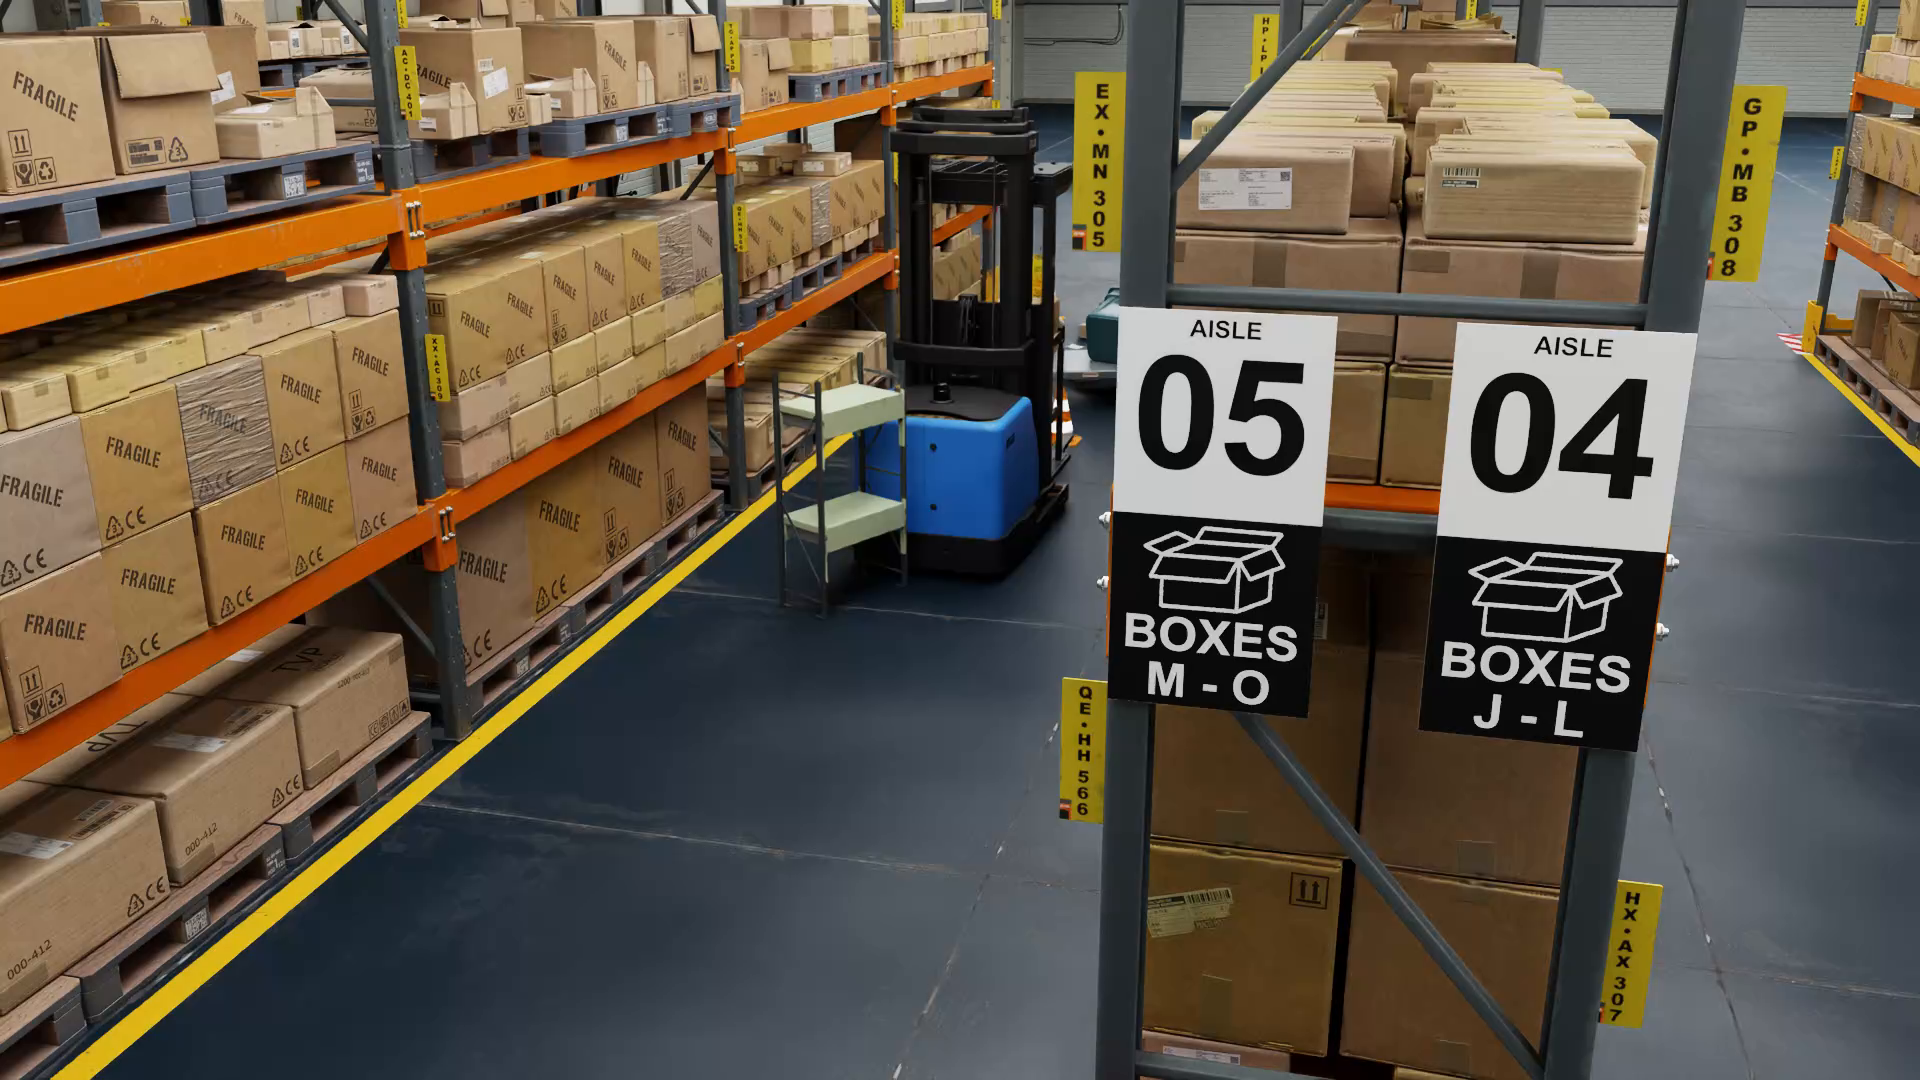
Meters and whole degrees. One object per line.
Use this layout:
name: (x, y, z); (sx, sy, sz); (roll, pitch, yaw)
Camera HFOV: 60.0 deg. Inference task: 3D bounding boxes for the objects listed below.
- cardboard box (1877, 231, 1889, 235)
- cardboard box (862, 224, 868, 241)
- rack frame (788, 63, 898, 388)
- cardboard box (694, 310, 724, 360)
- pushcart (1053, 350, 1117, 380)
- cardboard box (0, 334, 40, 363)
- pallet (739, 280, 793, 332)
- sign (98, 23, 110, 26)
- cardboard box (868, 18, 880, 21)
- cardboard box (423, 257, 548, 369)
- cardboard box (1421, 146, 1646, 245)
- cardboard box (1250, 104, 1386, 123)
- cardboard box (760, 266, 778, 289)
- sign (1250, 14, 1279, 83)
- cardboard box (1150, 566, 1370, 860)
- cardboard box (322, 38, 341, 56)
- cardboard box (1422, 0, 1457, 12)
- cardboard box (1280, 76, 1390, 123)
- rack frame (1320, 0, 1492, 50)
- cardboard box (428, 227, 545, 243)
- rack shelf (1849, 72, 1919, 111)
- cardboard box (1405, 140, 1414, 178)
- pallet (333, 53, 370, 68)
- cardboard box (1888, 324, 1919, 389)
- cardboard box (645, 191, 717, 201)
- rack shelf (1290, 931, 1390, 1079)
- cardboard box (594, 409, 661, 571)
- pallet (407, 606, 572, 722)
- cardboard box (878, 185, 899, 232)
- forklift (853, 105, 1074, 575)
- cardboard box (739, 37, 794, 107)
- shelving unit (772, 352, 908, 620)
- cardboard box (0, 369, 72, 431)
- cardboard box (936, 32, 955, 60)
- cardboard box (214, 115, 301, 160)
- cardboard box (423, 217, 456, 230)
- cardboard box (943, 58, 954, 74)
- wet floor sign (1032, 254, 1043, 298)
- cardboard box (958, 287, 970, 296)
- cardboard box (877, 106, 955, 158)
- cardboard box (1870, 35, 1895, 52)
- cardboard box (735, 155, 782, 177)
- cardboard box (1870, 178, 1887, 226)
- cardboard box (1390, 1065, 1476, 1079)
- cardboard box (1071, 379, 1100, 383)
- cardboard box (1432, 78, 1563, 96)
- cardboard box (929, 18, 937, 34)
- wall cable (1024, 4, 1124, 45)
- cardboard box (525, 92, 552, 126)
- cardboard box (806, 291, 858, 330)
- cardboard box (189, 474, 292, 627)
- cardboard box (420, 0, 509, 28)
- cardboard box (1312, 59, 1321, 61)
cardboard box: (8.888, -2.820, 15.692); (0.380, 0.149, 0.250); (5, 19, 13)
cardboard box: (-1.039, -2.746, 14.826); (0.380, 0.149, 0.250); (4, 19, 12)
rack frame: (-1.100, -2.931, 15.627); (1.000, 3.000, 0.127); (5, 19, 13)
cardboard box: (-1.949, -1.427, 11.457); (0.500, 0.250, 0.500); (4, 19, 11)
pushcart: (1.124, -1.525, 15.570); (1.648, 0.377, 0.936); (-2, 19, -6)
cardboard box: (-3.773, -0.696, 6.381); (0.380, 0.149, 0.250); (5, 19, 14)
pallet: (-2.006, -1.818, 12.666); (1.213, 0.211, 1.003); (5, 19, 13)
sign: (-6.365, -3.688, 12.405); (0.100, 0.325, 0.005); (5, 19, 13)
cardboard box: (-0.994, -5.053, 16.355); (0.380, 0.149, 0.250); (4, 19, 12)
cardboard box: (-2.570, -1.221, 8.919); (0.500, 0.500, 0.500); (5, 19, 13)
cardboard box: (1.093, -0.668, 3.203); (0.380, 0.149, 0.250); (4, 19, 13)
cardboard box: (0.887, -1.028, 4.256); (0.380, 0.149, 0.250); (4, 19, 12)
cardboard box: (-1.604, -2.012, 12.677); (0.380, 0.149, 0.250); (3, 19, 10)
sign: (1.232, -1.957, 6.727); (0.100, 0.325, 0.005); (5, 19, 13)
cardboard box: (0.664, 0.365, 3.815); (0.500, 0.500, 0.500); (4, 19, 12)
cardboard box: (-5.888, -4.500, 15.164); (0.380, 0.149, 0.250); (5, 19, 13)
cardboard box: (4.144, -4.583, 14.174); (0.380, 0.149, 0.250); (5, 19, 14)
cardboard box: (1.208, -1.439, 5.462); (0.380, 0.149, 0.250); (4, 19, 12)
rack frame: (2.748, -4.157, 9.935); (1.000, 3.000, 0.127); (5, 19, 13)
cardboard box: (-2.814, -1.587, 9.992); (0.500, 0.500, 0.500); (5, 19, 14)
rack shelf: (8.999, -3.854, 14.803); (1.077, 0.370, 4.000); (5, 19, 13)
cardboard box: (1.536, -0.992, 4.770); (0.500, 0.250, 0.500); (4, 19, 11)
pallet: (-5.730, -4.969, 17.090); (1.003, 0.211, 1.213); (5, 19, 13)
cardboard box: (8.855, -1.667, 15.145); (0.500, 0.500, 0.500); (3, 19, 9)
cardboard box: (-2.120, -2.391, 12.783); (0.500, 0.500, 0.500); (4, 19, 13)
rack shelf: (1.282, 0.903, 5.515); (1.077, 0.370, 4.000); (5, 19, 13)
cardboard box: (-2.548, -0.381, 10.800); (0.875, 0.875, 0.875); (5, 19, 14)
pallet: (-2.939, 0.649, 9.462); (1.003, 0.211, 1.213); (5, 19, 13)
cardboard box: (-0.722, -3.235, 15.902); (0.500, 0.500, 0.500); (5, 19, 13)
forklift: (0.184, -1.601, 11.842); (1.130, 2.935, 3.031); (5, 20, 15)
cardboard box: (-1.732, -3.626, 12.861); (0.797, 0.503, 0.637); (5, 19, 13)
shelving unit: (-0.735, -0.350, 10.393); (0.431, 1.500, 0.755); (16, 24, 38)
cardboard box: (-3.345, -0.492, 5.782); (0.380, 0.149, 0.250); (5, 19, 14)
cardboard box: (-0.353, -5.013, 16.855); (0.500, 0.250, 0.500); (5, 19, 14)
cardboard box: (-2.964, -1.662, 6.855); (0.380, 0.149, 0.250); (5, 20, 15)
cardboard box: (-5.552, -3.487, 17.102); (0.500, 0.500, 0.500); (4, 19, 12)
cardboard box: (-0.270, -4.866, 17.042); (0.380, 0.149, 0.250); (4, 19, 13)
wet floor sign: (0.962, -3.045, 19.605); (0.267, 0.644, 0.232); (12, 22, 32)
cardboard box: (-0.193, -2.646, 18.397); (0.500, 0.250, 0.500); (5, 19, 14)
cardboard box: (-0.448, -4.197, 17.173); (0.700, 0.500, 0.500); (5, 19, 13)
cardboard box: (9.039, -4.797, 16.067); (0.380, 0.149, 0.250); (5, 20, 15)
cardboard box: (-1.723, -3.156, 14.020); (0.380, 0.149, 0.250); (6, 20, 16)
cardboard box: (9.321, -3.254, 15.957); (0.875, 0.500, 0.500); (5, 19, 13)
cardboard box: (1.190, 1.233, 3.826); (0.380, 0.149, 0.250); (4, 19, 13)
cardboard box: (1.181, -1.723, 16.321); (0.258, 0.266, 0.396); (-9, 21, -24)
cardboard box: (1.712, -1.391, 5.320); (0.380, 0.149, 0.250); (4, 19, 11)
cardboard box: (-0.441, -5.094, 16.475); (0.380, 0.149, 0.250); (4, 19, 13)
wall cable: (3.351, -16.020, 49.471); (3.097, 2.526, 0.112); (5, 19, 13)
cardboard box: (-2.406, -2.300, 8.851); (0.380, 0.166, 0.250); (3, 19, 10)
cardboard box: (-1.215, -2.390, 16.488); (0.500, 0.500, 0.500); (4, 19, 13)
cardboard box: (-3.149, 0.015, 6.847); (0.500, 0.500, 0.500); (4, 19, 13)
cardboard box: (-5.335, -5.638, 17.949); (0.797, 0.503, 0.637); (5, 20, 15)
cardboard box: (2.235, -2.469, 9.481); (0.500, 0.500, 0.500); (5, 19, 13)
